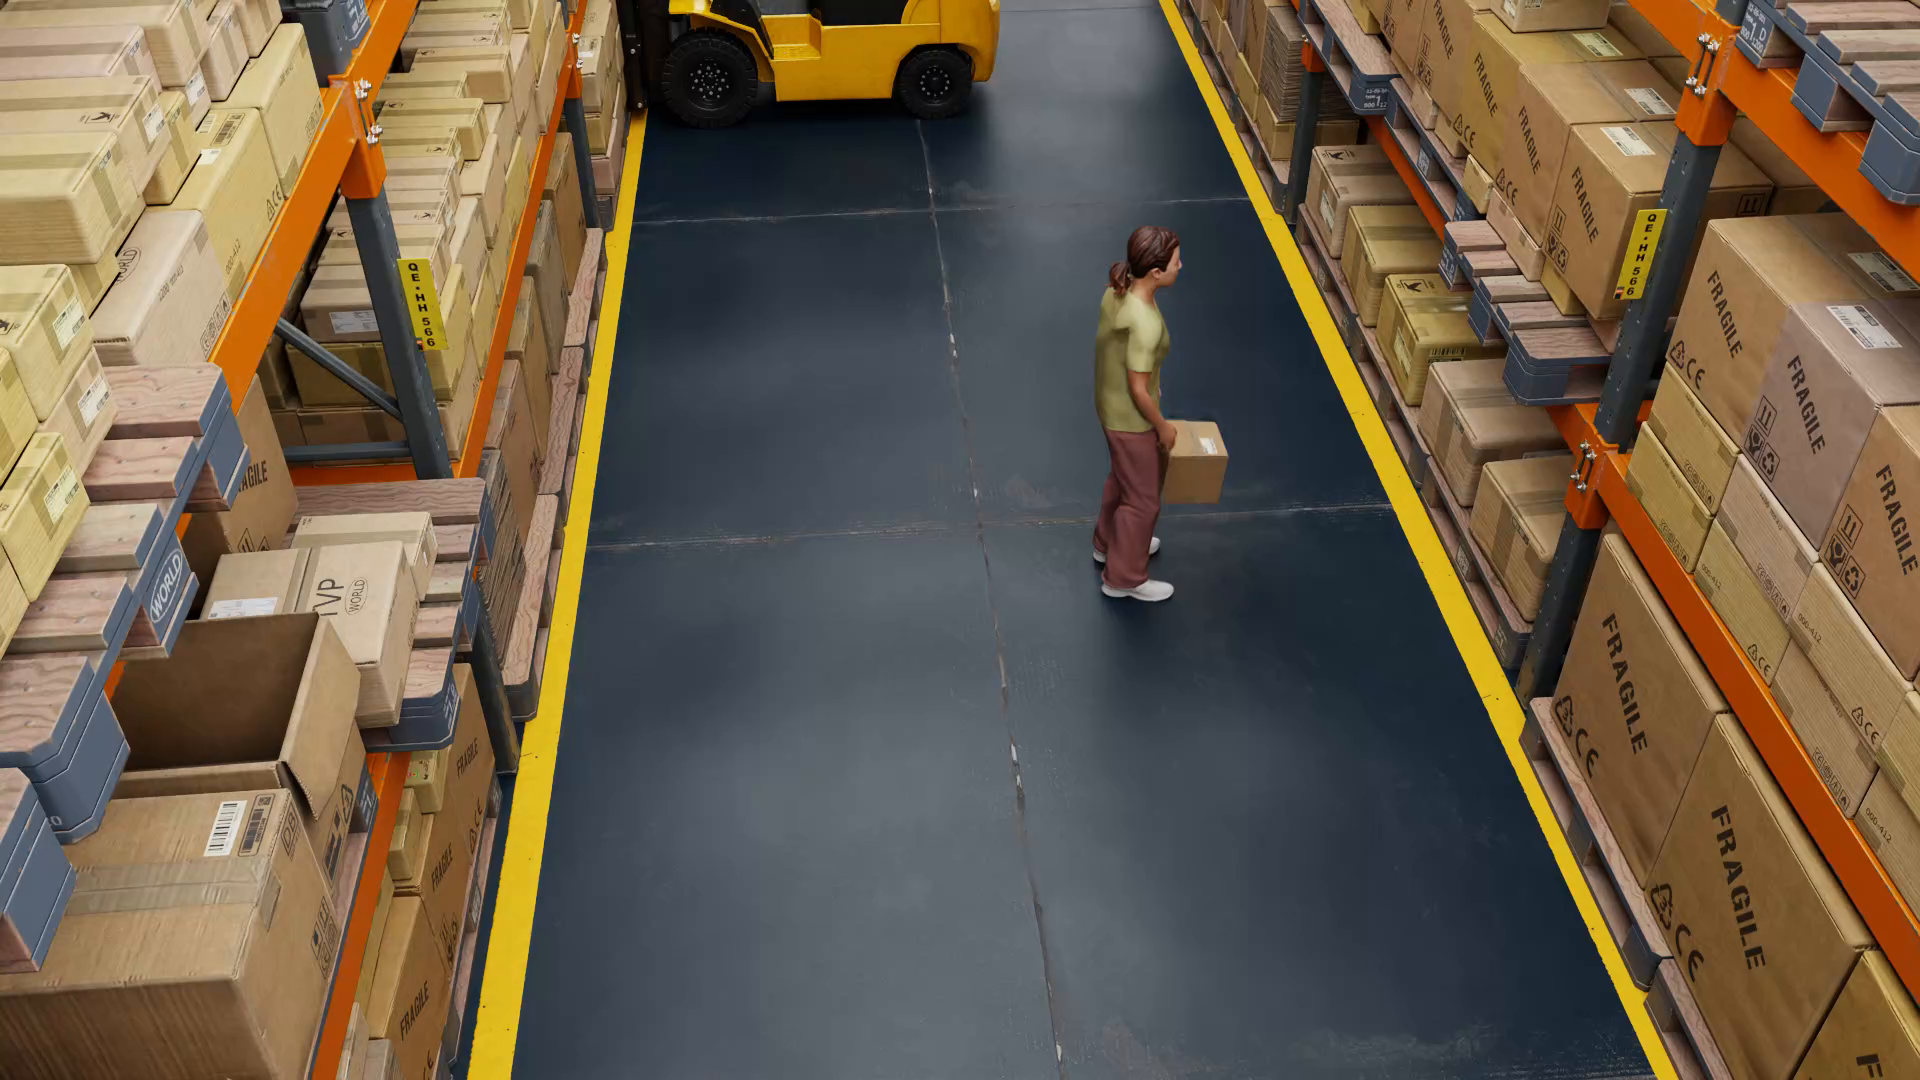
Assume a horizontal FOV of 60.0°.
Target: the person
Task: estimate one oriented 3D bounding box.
[{"bbox_3d":[0.724,-0.520,6.790,0.363,1.676,0.480,-4,39,-5],"label":"person"}]
